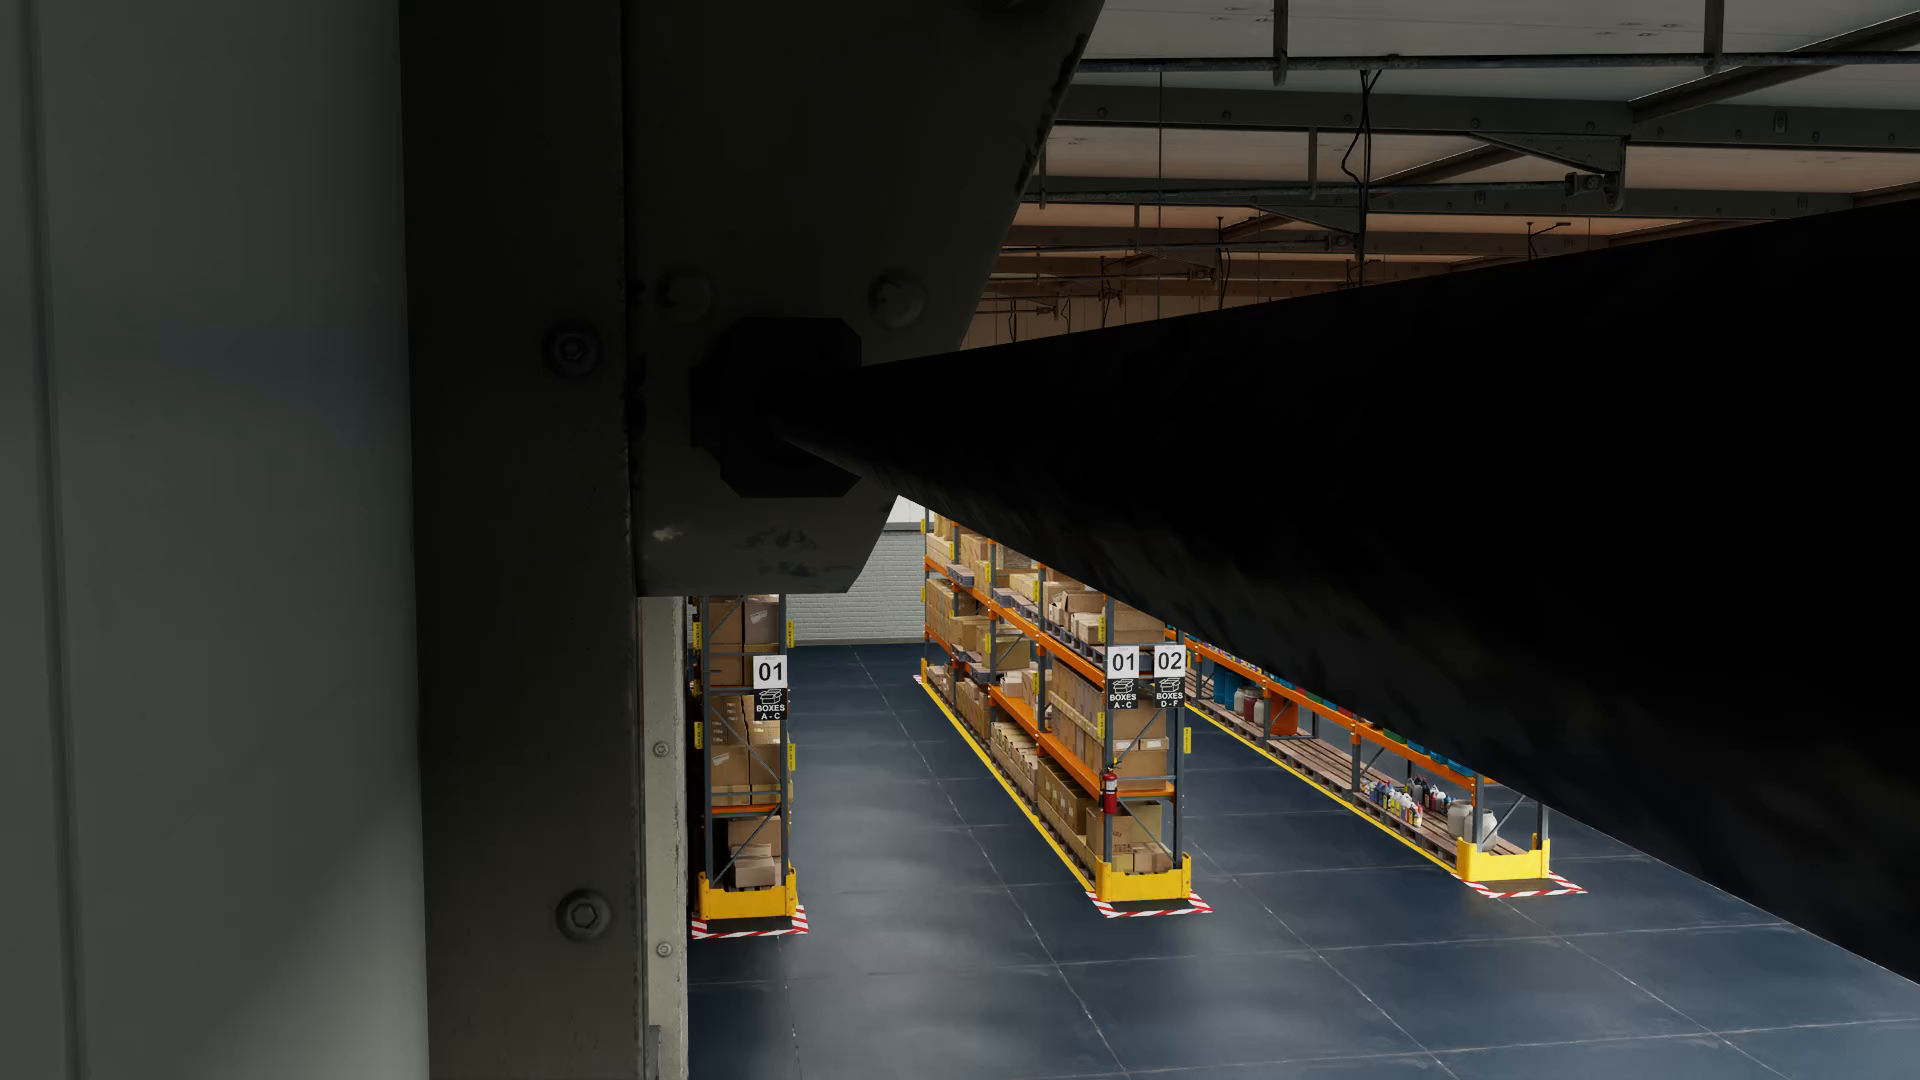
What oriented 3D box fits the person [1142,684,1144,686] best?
[{"bbox_3d":[3.233,2.766,30.796,0.570,1.700,0.831,-2,5,-23],"label":"person"}]
